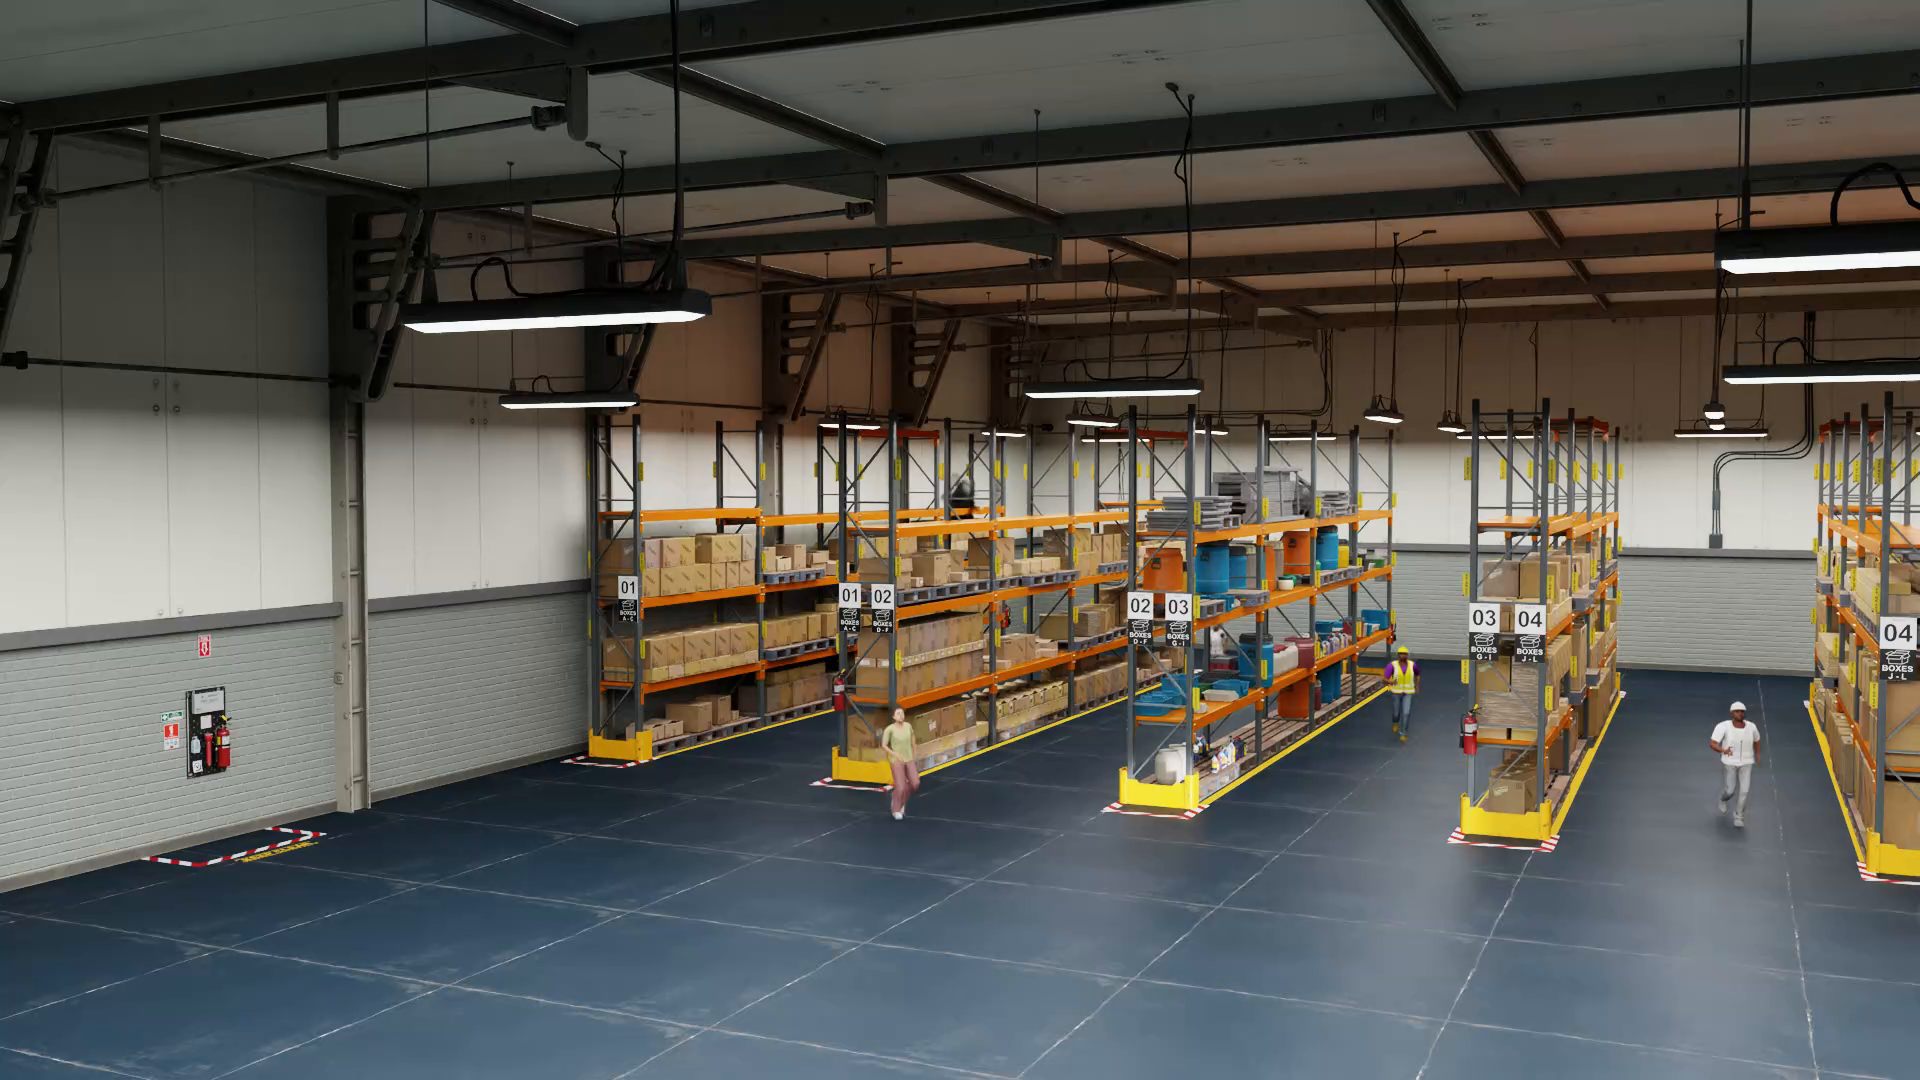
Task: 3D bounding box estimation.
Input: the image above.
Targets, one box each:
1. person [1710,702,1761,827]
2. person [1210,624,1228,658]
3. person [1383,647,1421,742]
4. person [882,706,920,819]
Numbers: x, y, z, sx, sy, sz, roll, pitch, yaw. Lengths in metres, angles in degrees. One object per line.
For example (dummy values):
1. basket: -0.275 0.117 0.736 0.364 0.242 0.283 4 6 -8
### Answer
1. person: 11.016 3.159 23.602 0.708 1.732 0.733 0 2 10
2. person: 5.787 2.615 37.644 0.538 1.721 0.876 0 2 12
3. person: 8.240 2.850 30.994 0.709 1.740 0.804 0 2 9
4. person: -0.830 3.202 23.923 0.590 1.628 0.537 -1 3 -29
